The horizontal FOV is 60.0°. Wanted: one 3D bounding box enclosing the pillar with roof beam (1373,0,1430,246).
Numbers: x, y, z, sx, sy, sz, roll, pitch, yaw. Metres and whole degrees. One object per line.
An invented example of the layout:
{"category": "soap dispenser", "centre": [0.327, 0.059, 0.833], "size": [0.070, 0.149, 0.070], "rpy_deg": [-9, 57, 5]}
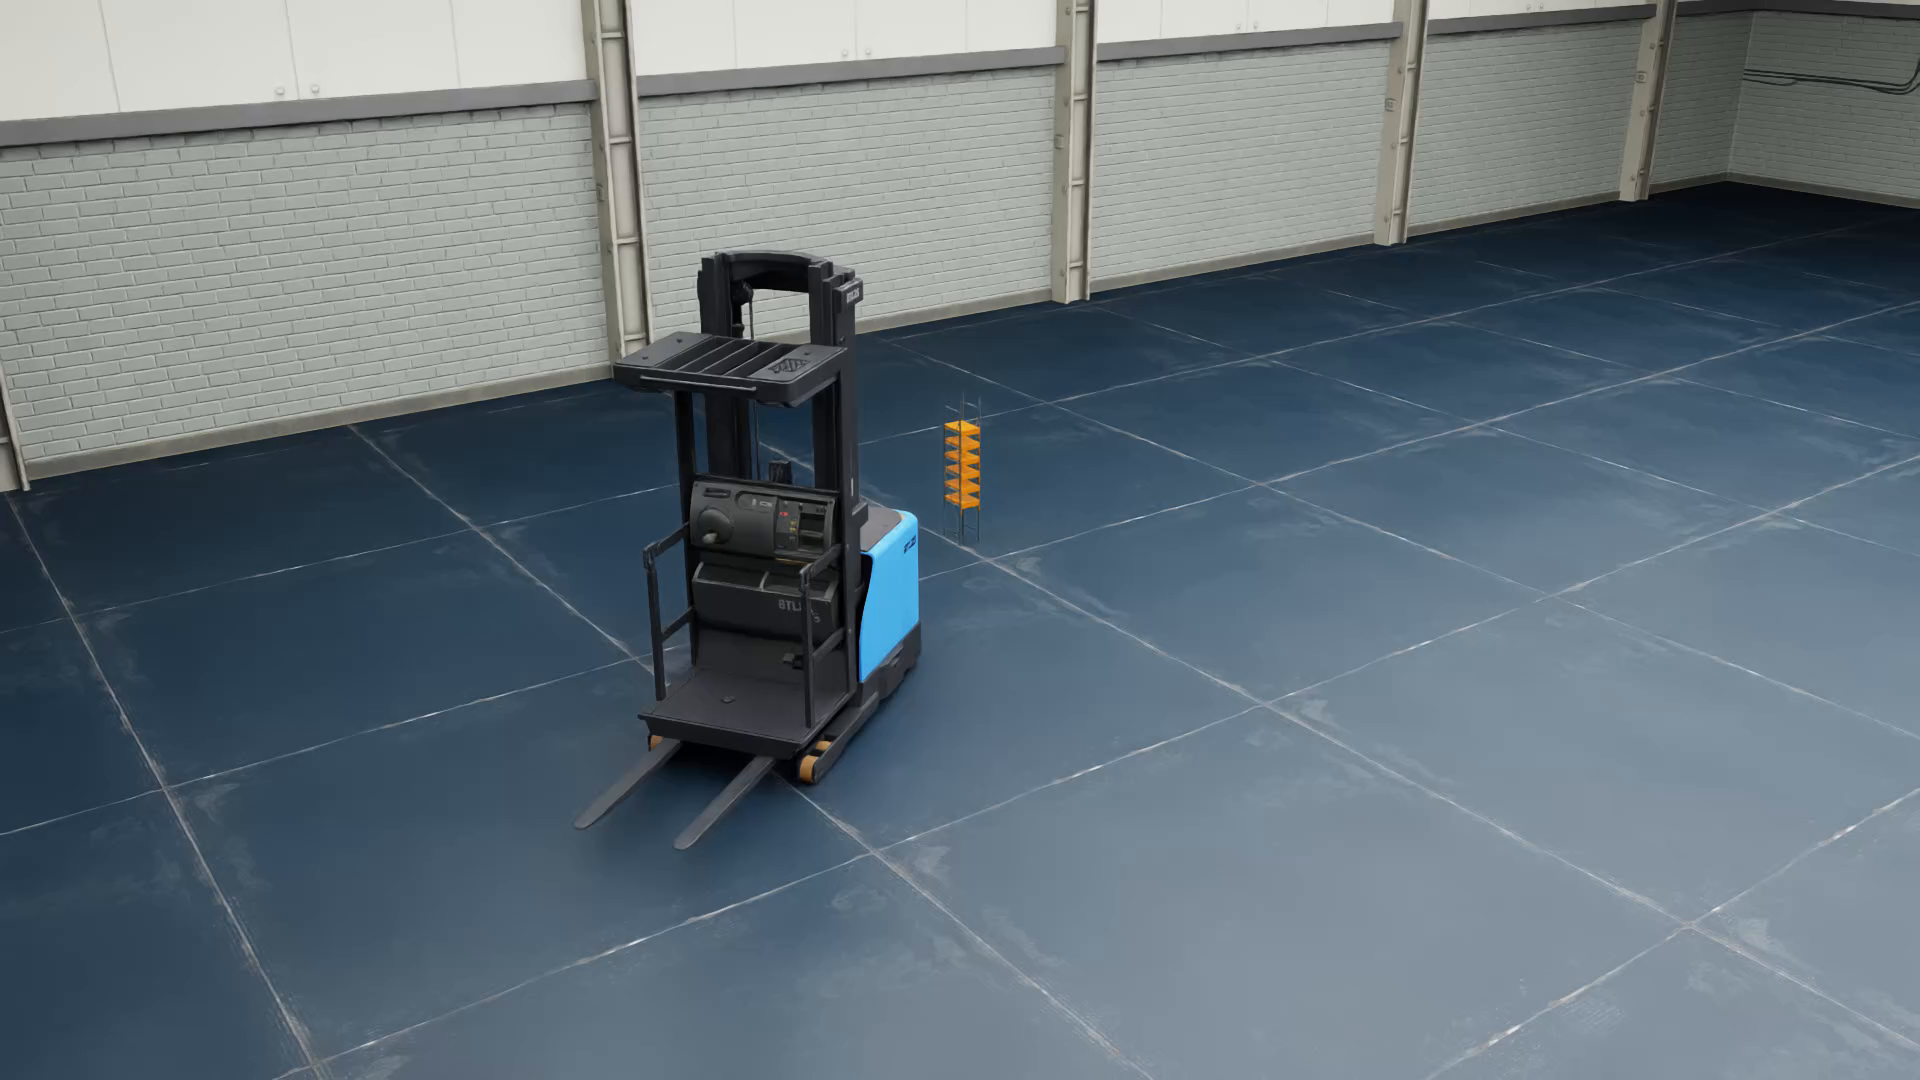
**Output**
{"category": "pillar with roof beam", "centre": [8.774, -7.222, 19.352], "size": [0.400, 9.000, 9.100], "rpy_deg": [-15, 26, -33]}

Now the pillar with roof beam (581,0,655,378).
{"category": "pillar with roof beam", "centre": [-0.967, -4.624, 12.843], "size": [0.400, 9.000, 9.100], "rpy_deg": [-15, 26, -33]}

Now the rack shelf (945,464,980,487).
{"category": "rack shelf", "centre": [0.012, -0.519, 13.198], "size": [0.180, 0.103, 0.258], "rpy_deg": [-15, 26, -33]}

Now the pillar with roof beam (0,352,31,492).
{"category": "pillar with roof beam", "centre": [-5.837, -3.326, 9.589], "size": [0.400, 9.000, 9.100], "rpy_deg": [-15, 26, -33]}

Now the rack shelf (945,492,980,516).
{"category": "rack shelf", "centre": [0.012, -0.296, 13.287], "size": [0.180, 0.103, 0.258], "rpy_deg": [-15, 26, -33]}

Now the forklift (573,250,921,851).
{"category": "forklift", "centre": [-1.247, -0.098, 9.686], "size": [1.130, 2.935, 3.031], "rpy_deg": [8, 23, 19]}

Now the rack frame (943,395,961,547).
{"category": "rack frame", "centre": [-0.063, -0.541, 13.132], "size": [0.006, 1.200, 0.240], "rpy_deg": [-15, 26, -33]}

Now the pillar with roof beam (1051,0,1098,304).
{"category": "pillar with roof beam", "centre": [3.904, -5.923, 16.098], "size": [0.400, 9.000, 9.100], "rpy_deg": [-15, 26, -33]}

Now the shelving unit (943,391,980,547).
{"category": "shelving unit", "centre": [0.012, -0.560, 13.182], "size": [0.189, 1.200, 0.258], "rpy_deg": [-15, 26, -33]}

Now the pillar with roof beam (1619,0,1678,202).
{"category": "pillar with roof beam", "centre": [13.645, -8.520, 22.607], "size": [0.400, 9.000, 9.100], "rpy_deg": [-15, 26, -33]}

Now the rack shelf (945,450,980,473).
{"category": "rack shelf", "centre": [0.012, -0.631, 13.154], "size": [0.180, 0.103, 0.258], "rpy_deg": [-15, 26, -33]}

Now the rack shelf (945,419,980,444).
{"category": "rack shelf", "centre": [0.012, -0.853, 13.065], "size": [0.180, 0.103, 0.258], "rpy_deg": [-15, 26, -33]}

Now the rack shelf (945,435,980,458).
{"category": "rack shelf", "centre": [0.012, -0.742, 13.109], "size": [0.180, 0.103, 0.258], "rpy_deg": [-15, 26, -33]}

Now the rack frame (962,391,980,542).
{"category": "rack frame", "centre": [0.086, -0.580, 13.231], "size": [0.006, 1.200, 0.240], "rpy_deg": [-15, 26, -33]}

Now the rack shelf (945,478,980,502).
{"category": "rack shelf", "centre": [0.012, -0.408, 13.243], "size": [0.180, 0.103, 0.258], "rpy_deg": [-15, 26, -33]}

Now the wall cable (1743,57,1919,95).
{"category": "wall cable", "centre": [14.294, -8.613, 27.029], "size": [0.112, 2.526, 3.097], "rpy_deg": [-15, 26, -33]}
